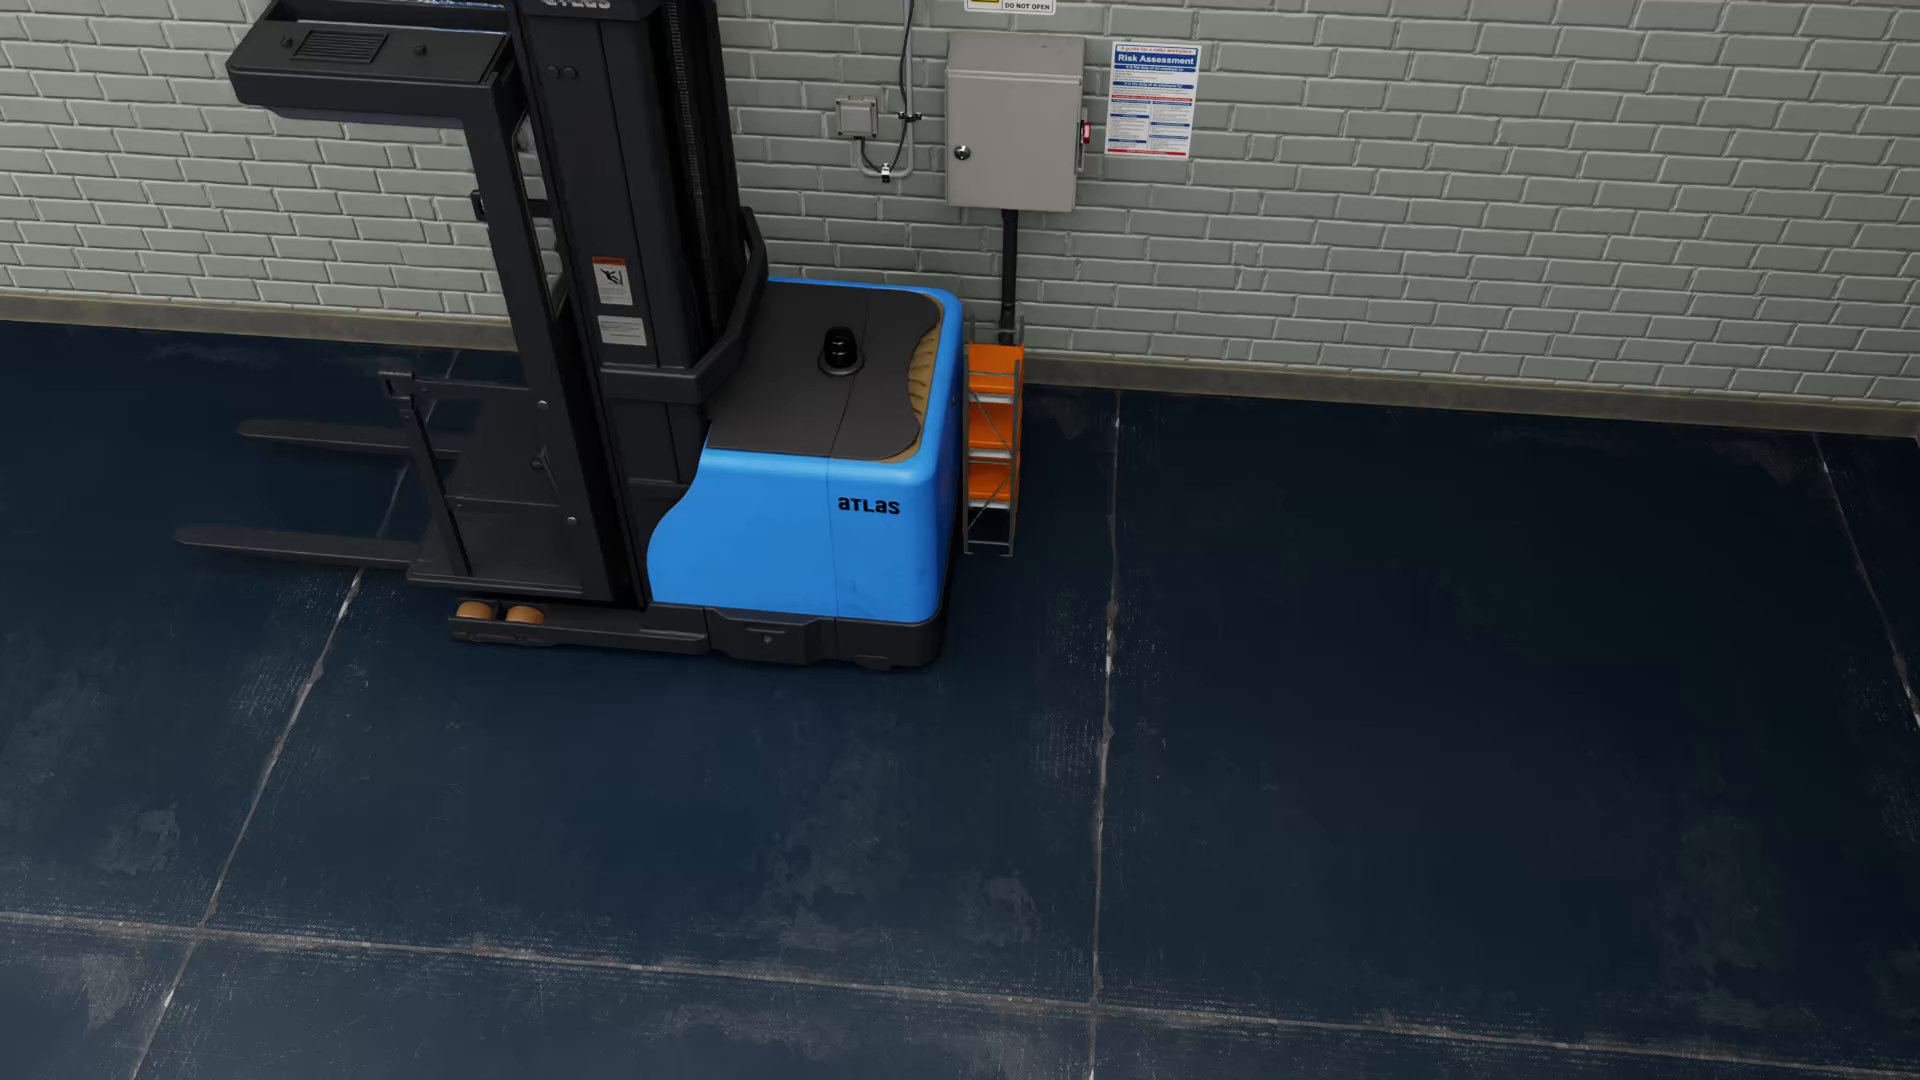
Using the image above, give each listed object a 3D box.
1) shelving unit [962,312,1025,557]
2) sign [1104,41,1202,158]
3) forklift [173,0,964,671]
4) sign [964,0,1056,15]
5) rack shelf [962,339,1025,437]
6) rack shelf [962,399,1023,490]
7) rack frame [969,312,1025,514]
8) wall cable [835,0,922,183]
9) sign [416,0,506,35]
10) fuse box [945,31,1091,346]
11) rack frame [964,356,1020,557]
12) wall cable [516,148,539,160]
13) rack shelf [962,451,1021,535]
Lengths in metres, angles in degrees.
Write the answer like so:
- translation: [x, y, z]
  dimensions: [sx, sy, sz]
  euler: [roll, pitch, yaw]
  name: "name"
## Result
- translation: [0.126, -0.384, 6.415]
  dimensions: [0.215, 1.050, 0.252]
  euler: [4, 48, 4]
  name: "shelving unit"
- translation: [0.730, -1.672, 6.337]
  dimensions: [0.329, 0.494, 0.001]
  euler: [4, 48, 4]
  name: "sign"
- translation: [-1.527, -0.964, 5.671]
  dimensions: [3.031, 2.935, 1.130]
  euler: [5, 48, 4]
  name: "forklift"
- translation: [0.183, -2.020, 6.031]
  dimensions: [0.339, 0.242, 0.001]
  euler: [4, 48, 4]
  name: "sign"
- translation: [0.126, -0.568, 6.214]
  dimensions: [0.215, 0.259, 0.240]
  euler: [4, 48, 4]
  name: "rack shelf"
- translation: [0.126, -0.377, 6.423]
  dimensions: [0.215, 0.259, 0.240]
  euler: [4, 48, 4]
  name: "rack shelf"
- translation: [0.137, -0.473, 6.497]
  dimensions: [0.200, 1.050, 0.008]
  euler: [4, 48, 4]
  name: "rack frame"
- translation: [-0.446, -2.090, 5.966]
  dimensions: [0.588, 1.984, 0.122]
  euler: [4, 48, 4]
  name: "wall cable"
- translation: [-1.902, -1.973, 6.365]
  dimensions: [0.327, 0.218, 0.001]
  euler: [4, 48, 4]
  name: "sign"
- translation: [0.219, -1.150, 6.668]
  dimensions: [0.539, 1.711, 0.414]
  euler: [4, 48, 4]
  name: "fuse box"
- translation: [0.114, -0.294, 6.333]
  dimensions: [0.200, 1.050, 0.008]
  euler: [4, 48, 4]
  name: "rack frame"
- translation: [-1.860, -2.187, 6.034]
  dimensions: [0.585, 1.953, 0.123]
  euler: [4, 48, 4]
  name: "wall cable"
- translation: [0.126, -0.189, 6.628]
  dimensions: [0.215, 0.259, 0.240]
  euler: [4, 48, 4]
  name: "rack shelf"
